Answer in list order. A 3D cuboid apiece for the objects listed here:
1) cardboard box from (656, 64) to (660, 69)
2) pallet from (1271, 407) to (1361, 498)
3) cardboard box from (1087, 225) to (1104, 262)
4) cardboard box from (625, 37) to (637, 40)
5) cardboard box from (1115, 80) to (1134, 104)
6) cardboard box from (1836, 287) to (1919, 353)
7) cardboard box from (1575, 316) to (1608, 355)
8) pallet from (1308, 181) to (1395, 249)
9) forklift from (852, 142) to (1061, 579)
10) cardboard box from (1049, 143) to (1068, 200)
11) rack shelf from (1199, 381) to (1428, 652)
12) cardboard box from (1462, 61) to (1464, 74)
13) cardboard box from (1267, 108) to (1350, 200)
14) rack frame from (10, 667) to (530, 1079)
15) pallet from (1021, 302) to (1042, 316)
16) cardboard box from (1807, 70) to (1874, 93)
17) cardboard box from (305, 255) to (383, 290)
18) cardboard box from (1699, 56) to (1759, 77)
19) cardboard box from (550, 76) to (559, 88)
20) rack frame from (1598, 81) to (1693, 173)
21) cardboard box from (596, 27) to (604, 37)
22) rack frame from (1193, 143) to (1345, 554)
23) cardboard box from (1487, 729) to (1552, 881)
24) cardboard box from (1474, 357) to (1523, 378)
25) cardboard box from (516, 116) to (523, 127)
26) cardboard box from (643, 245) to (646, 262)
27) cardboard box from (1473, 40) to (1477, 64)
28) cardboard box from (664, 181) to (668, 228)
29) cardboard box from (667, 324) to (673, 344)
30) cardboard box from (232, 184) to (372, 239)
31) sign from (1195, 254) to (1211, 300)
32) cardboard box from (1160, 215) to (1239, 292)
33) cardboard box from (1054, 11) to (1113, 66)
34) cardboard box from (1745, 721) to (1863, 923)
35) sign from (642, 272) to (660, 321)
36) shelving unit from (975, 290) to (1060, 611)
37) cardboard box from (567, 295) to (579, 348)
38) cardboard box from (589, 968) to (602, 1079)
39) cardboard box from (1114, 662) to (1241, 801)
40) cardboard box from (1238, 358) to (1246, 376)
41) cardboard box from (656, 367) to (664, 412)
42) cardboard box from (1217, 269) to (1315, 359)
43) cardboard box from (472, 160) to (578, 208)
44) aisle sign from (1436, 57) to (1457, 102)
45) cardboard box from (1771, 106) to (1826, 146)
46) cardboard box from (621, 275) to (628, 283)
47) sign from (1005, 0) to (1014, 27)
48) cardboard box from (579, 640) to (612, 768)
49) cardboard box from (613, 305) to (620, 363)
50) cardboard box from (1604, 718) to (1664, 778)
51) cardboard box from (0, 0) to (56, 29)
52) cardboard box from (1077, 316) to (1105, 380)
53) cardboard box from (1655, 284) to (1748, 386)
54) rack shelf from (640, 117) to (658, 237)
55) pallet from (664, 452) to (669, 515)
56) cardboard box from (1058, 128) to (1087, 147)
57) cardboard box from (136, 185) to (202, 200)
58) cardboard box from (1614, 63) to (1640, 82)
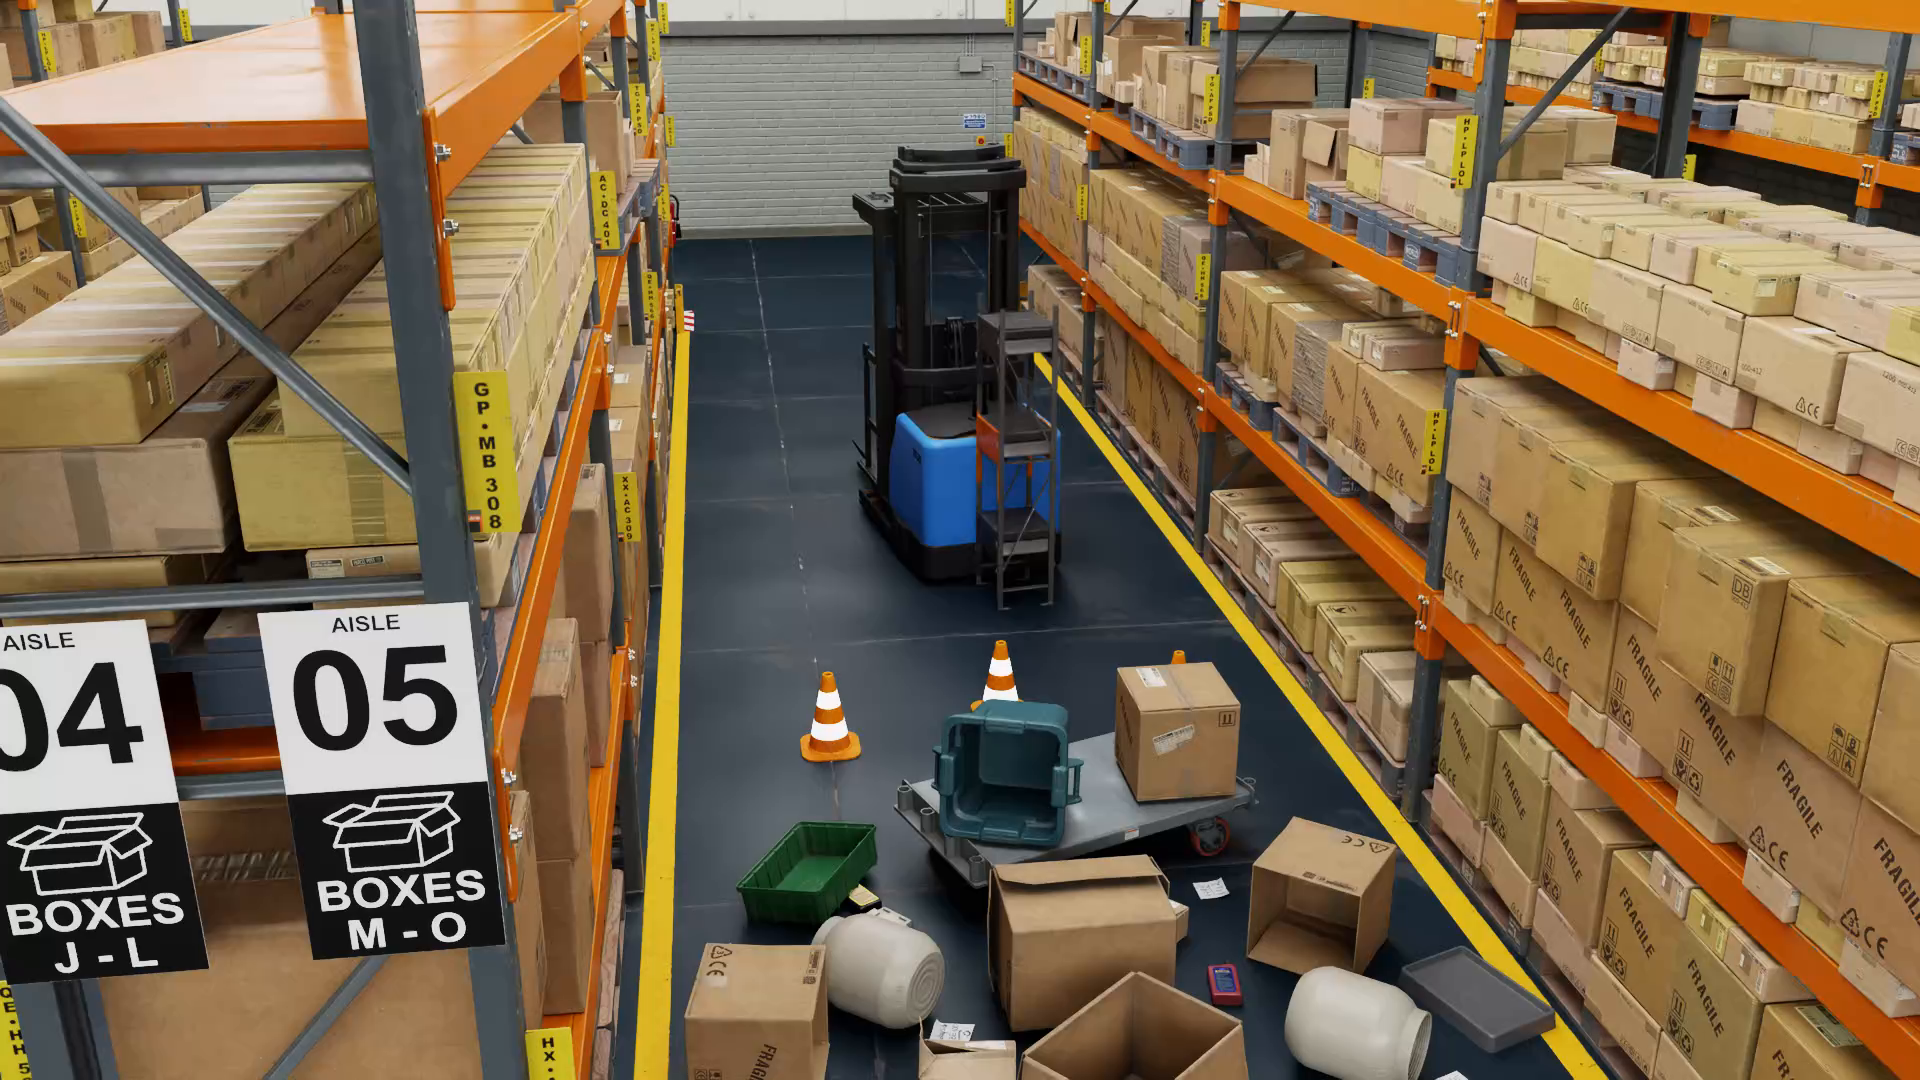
[{"bbox_3d":[-3.307,-4.672,16.866,0.500,0.250,0.500,-2,21,-5],"label":"cardboard box"},{"bbox_3d":[2.589,-0.572,10.234,1.003,0.211,1.213,-3,21,-8],"label":"pallet"},{"bbox_3d":[1.471,-2.727,15.231,0.500,0.250,0.500,-4,21,-9],"label":"cardboard box"},{"bbox_3d":[-3.005,-4.410,14.879,0.380,0.149,0.250,-4,21,-10],"label":"cardboard box"},{"bbox_3d":[1.523,-3.767,13.960,0.380,0.166,0.250,-4,21,-11],"label":"cardboard box"},{"bbox_3d":[3.008,-0.692,5.215,0.380,0.149,0.250,-3,21,-8],"label":"cardboard box"},{"bbox_3d":[2.767,-0.865,6.816,0.380,0.149,0.250,-2,21,-6],"label":"cardboard box"},{"bbox_3d":[2.704,-1.855,9.378,1.213,0.211,1.003,-3,21,-8],"label":"pallet"},{"bbox_3d":[-0.178,-1.582,12.762,1.130,2.935,3.031,-6,21,-16],"label":"forklift"},{"bbox_3d":[1.198,-3.746,16.888,0.500,0.500,0.500,-3,21,-7],"label":"cardboard box"},{"bbox_3d":[2.552,-0.315,10.302,1.077,0.370,4.000,-3,21,-8],"label":"rack shelf"},{"bbox_3d":[5.921,-5.353,18.832,0.380,0.149,0.250,-3,21,-8],"label":"cardboard box"},{"bbox_3d":[2.390,-2.468,10.608,0.700,0.500,0.500,-3,21,-8],"label":"cardboard box"},{"bbox_3d":[-1.467,1.710,3.852,1.000,3.000,0.127,-3,21,-8],"label":"rack frame"},{"bbox_3d":[1.303,-2.536,19.203,1.003,0.211,1.213,-3,21,-8],"label":"pallet"},{"bbox_3d":[6.811,-3.548,12.860,0.380,0.149,0.250,-4,21,-10],"label":"cardboard box"},{"bbox_3d":[-2.029,-0.685,5.023,0.500,0.250,0.500,-3,21,-7],"label":"cardboard box"},{"bbox_3d":[6.487,-3.996,14.032,0.380,0.149,0.250,-3,21,-7],"label":"cardboard box"},{"bbox_3d":[-3.141,-3.442,12.121,0.396,0.266,0.258,-3,21,-8],"label":"cardboard box"},{"bbox_3d":[6.598,-2.982,16.412,1.000,3.000,0.127,-3,21,-8],"label":"rack frame"},{"bbox_3d":[-3.790,-5.108,16.747,0.380,0.149,0.250,-2,21,-6],"label":"cardboard box"},{"bbox_3d":[2.263,-1.345,12.030,1.000,3.000,0.127,-3,21,-8],"label":"rack frame"},{"bbox_3d":[2.747,1.183,7.520,0.500,0.500,0.500,-2,21,-6],"label":"cardboard box"},{"bbox_3d":[2.984,-0.693,9.117,0.500,0.500,0.500,-3,21,-8],"label":"cardboard box"},{"bbox_3d":[-2.734,-2.406,9.967,0.500,0.311,0.500,-3,21,-8],"label":"cardboard box"},{"bbox_3d":[-2.905,-2.445,14.308,0.380,0.149,0.250,-3,21,-7],"label":"cardboard box"},{"bbox_3d":[5.970,-5.321,18.176,0.500,0.250,0.500,-4,21,-9],"label":"cardboard box"},{"bbox_3d":[-3.241,-3.347,16.822,0.500,0.500,0.500,-2,21,-5],"label":"cardboard box"},{"bbox_3d":[-3.165,-2.120,17.155,0.380,0.149,0.250,-3,21,-7],"label":"cardboard box"},{"bbox_3d":[-2.179,-1.084,5.520,0.380,0.149,0.250,-3,21,-7],"label":"cardboard box"},{"bbox_3d":[1.715,-1.858,11.749,0.100,0.325,0.005,-3,21,-8],"label":"sign"},{"bbox_3d":[1.848,-2.203,12.756,0.500,0.500,0.500,-3,21,-7],"label":"cardboard box"},{"bbox_3d":[1.252,-5.105,16.924,0.500,0.500,0.500,-3,21,-7],"label":"cardboard box"},{"bbox_3d":[2.998,0.891,5.475,0.500,0.500,0.500,-3,21,-8],"label":"cardboard box"},{"bbox_3d":[-2.072,-1.632,11.143,0.100,0.325,0.005,-3,21,-8],"label":"sign"},{"bbox_3d":[0.379,-0.602,11.323,0.431,2.100,0.503,-6,21,-16],"label":"shelving unit"},{"bbox_3d":[-1.528,-0.745,5.752,0.380,0.149,0.250,-3,21,-7],"label":"cardboard box"},{"bbox_3d":[-1.889,1.656,6.431,0.875,0.875,0.875,-3,21,-7],"label":"cardboard box"},{"bbox_3d":[1.083,0.956,8.359,0.500,0.500,0.500,-3,21,-8],"label":"cardboard box"},{"bbox_3d":[2.134,-1.203,11.408,0.380,0.149,0.250,-4,21,-11],"label":"cardboard box"},{"bbox_3d":[-2.688,-1.216,13.586,0.500,0.250,0.500,-4,21,-10],"label":"cardboard box"},{"bbox_3d":[2.099,-1.560,11.439,0.500,0.500,0.500,-4,21,-9],"label":"cardboard box"},{"bbox_3d":[-1.604,-1.295,6.085,0.380,0.149,0.250,-3,21,-8],"label":"cardboard box"},{"bbox_3d":[5.721,-5.593,19.689,0.394,0.787,0.004,-3,21,-8],"label":"aisle sign"},{"bbox_3d":[6.787,-3.271,13.114,0.500,0.250,0.500,-3,21,-8],"label":"cardboard box"},{"bbox_3d":[-2.605,-1.858,12.311,0.380,0.149,0.250,-4,21,-10],"label":"cardboard box"},{"bbox_3d":[0.560,-5.941,18.685,0.100,0.325,0.005,-3,21,-8],"label":"sign"},{"bbox_3d":[-1.877,0.571,6.686,0.875,0.550,0.550,-3,21,-8],"label":"cardboard box"},{"bbox_3d":[-2.565,-1.420,10.658,0.700,0.500,0.500,-3,21,-8],"label":"cardboard box"},{"bbox_3d":[2.807,0.812,6.614,0.380,0.149,0.250,-3,21,-8],"label":"cardboard box"},{"bbox_3d":[-8.249,-4.603,14.508,0.500,0.250,0.500,-4,21,-11],"label":"cardboard box"},{"bbox_3d":[1.703,-1.949,16.709,0.875,0.438,0.875,-3,21,-9],"label":"cardboard box"},{"bbox_3d":[2.850,-0.741,5.916,0.500,0.250,0.500,-3,21,-7],"label":"cardboard box"},{"bbox_3d":[-2.909,-2.821,12.723,1.077,0.370,4.000,-3,21,-8],"label":"rack shelf"},{"bbox_3d":[-2.904,-0.446,13.609,1.003,0.211,1.213,-3,21,-8],"label":"pallet"},{"bbox_3d":[1.206,-4.085,16.868,0.380,0.149,0.250,-3,21,-9],"label":"cardboard box"},{"bbox_3d":[-8.366,-3.880,17.535,0.500,0.500,0.500,-3,21,-7],"label":"cardboard box"},{"bbox_3d":[6.251,-4.298,15.265,0.380,0.149,0.250,-3,21,-7],"label":"cardboard box"}]
